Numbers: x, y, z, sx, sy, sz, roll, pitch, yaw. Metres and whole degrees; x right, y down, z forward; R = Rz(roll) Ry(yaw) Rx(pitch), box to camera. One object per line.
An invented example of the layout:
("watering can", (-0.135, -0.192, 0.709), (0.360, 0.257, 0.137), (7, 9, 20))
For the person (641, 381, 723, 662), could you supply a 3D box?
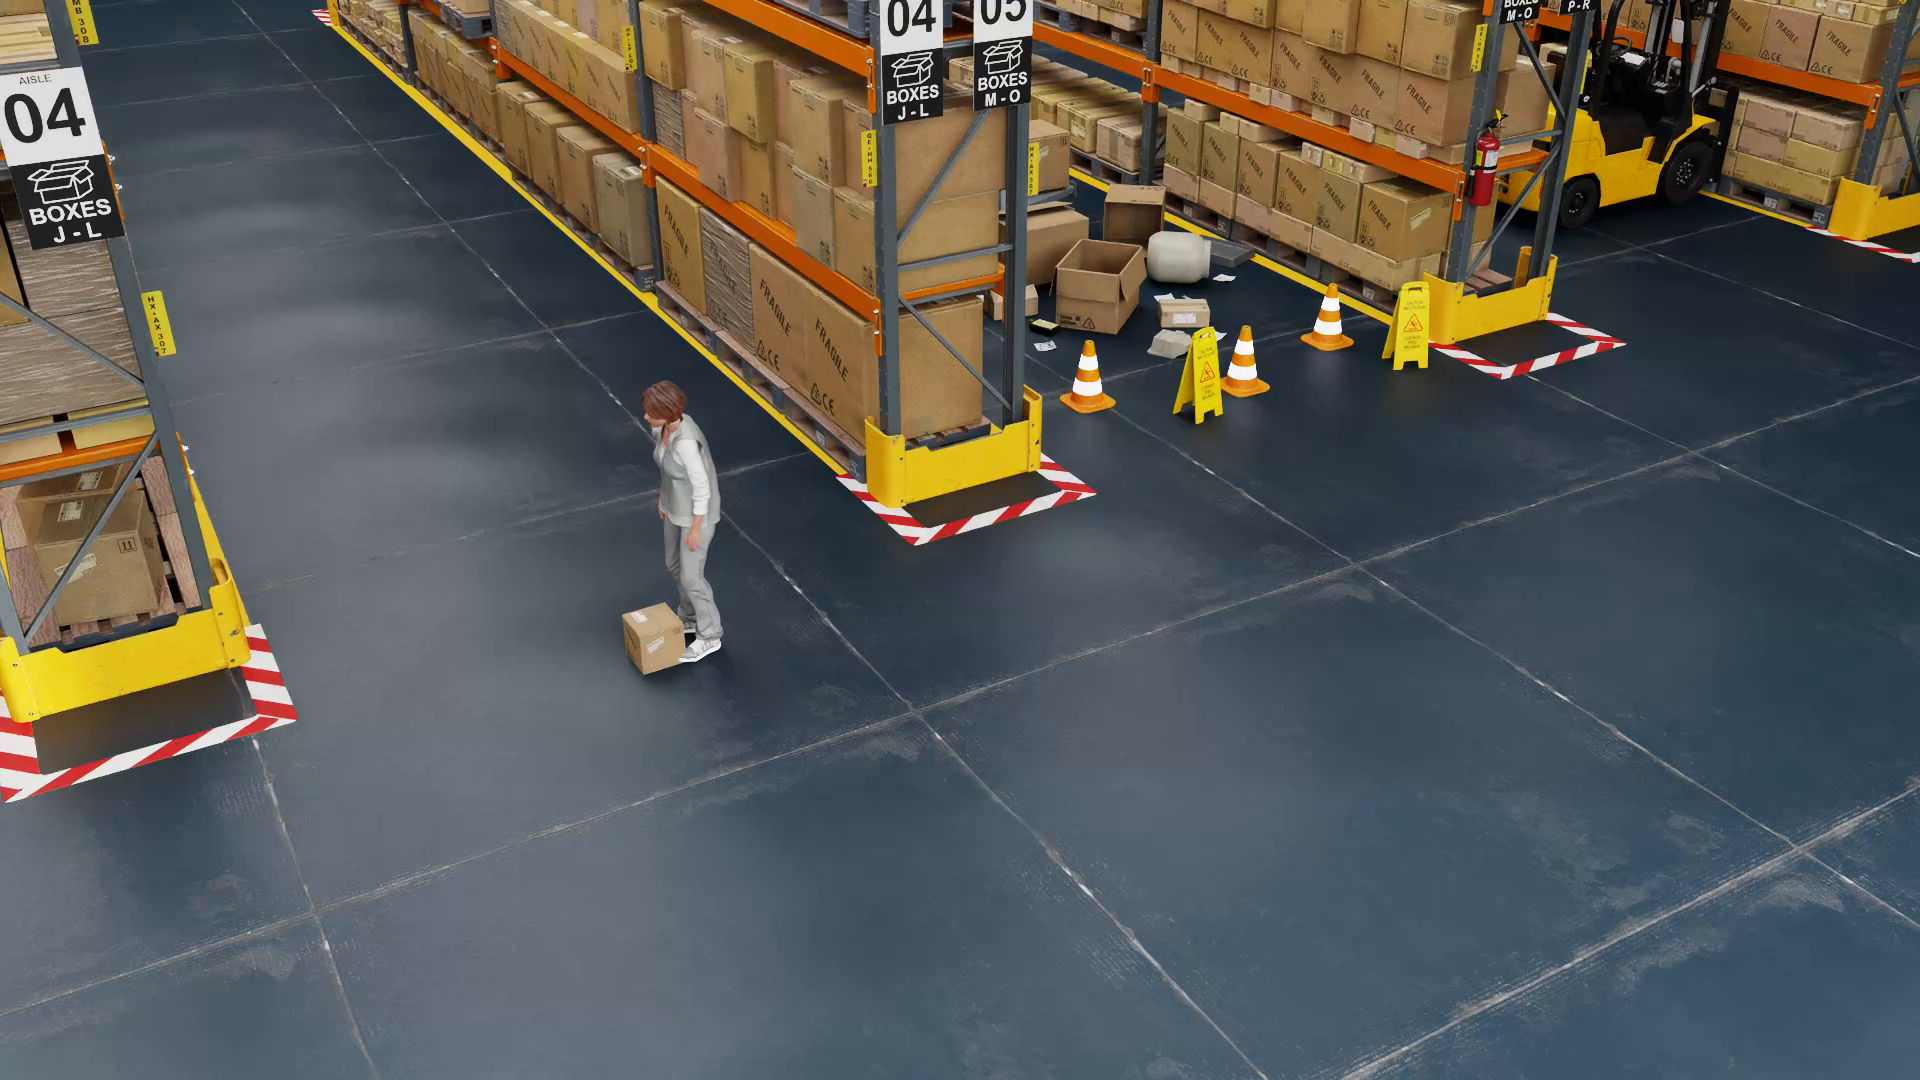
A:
("person", (-1.451, -0.113, 8.772), (0.348, 1.581, 0.465), (-16, 33, -26))
